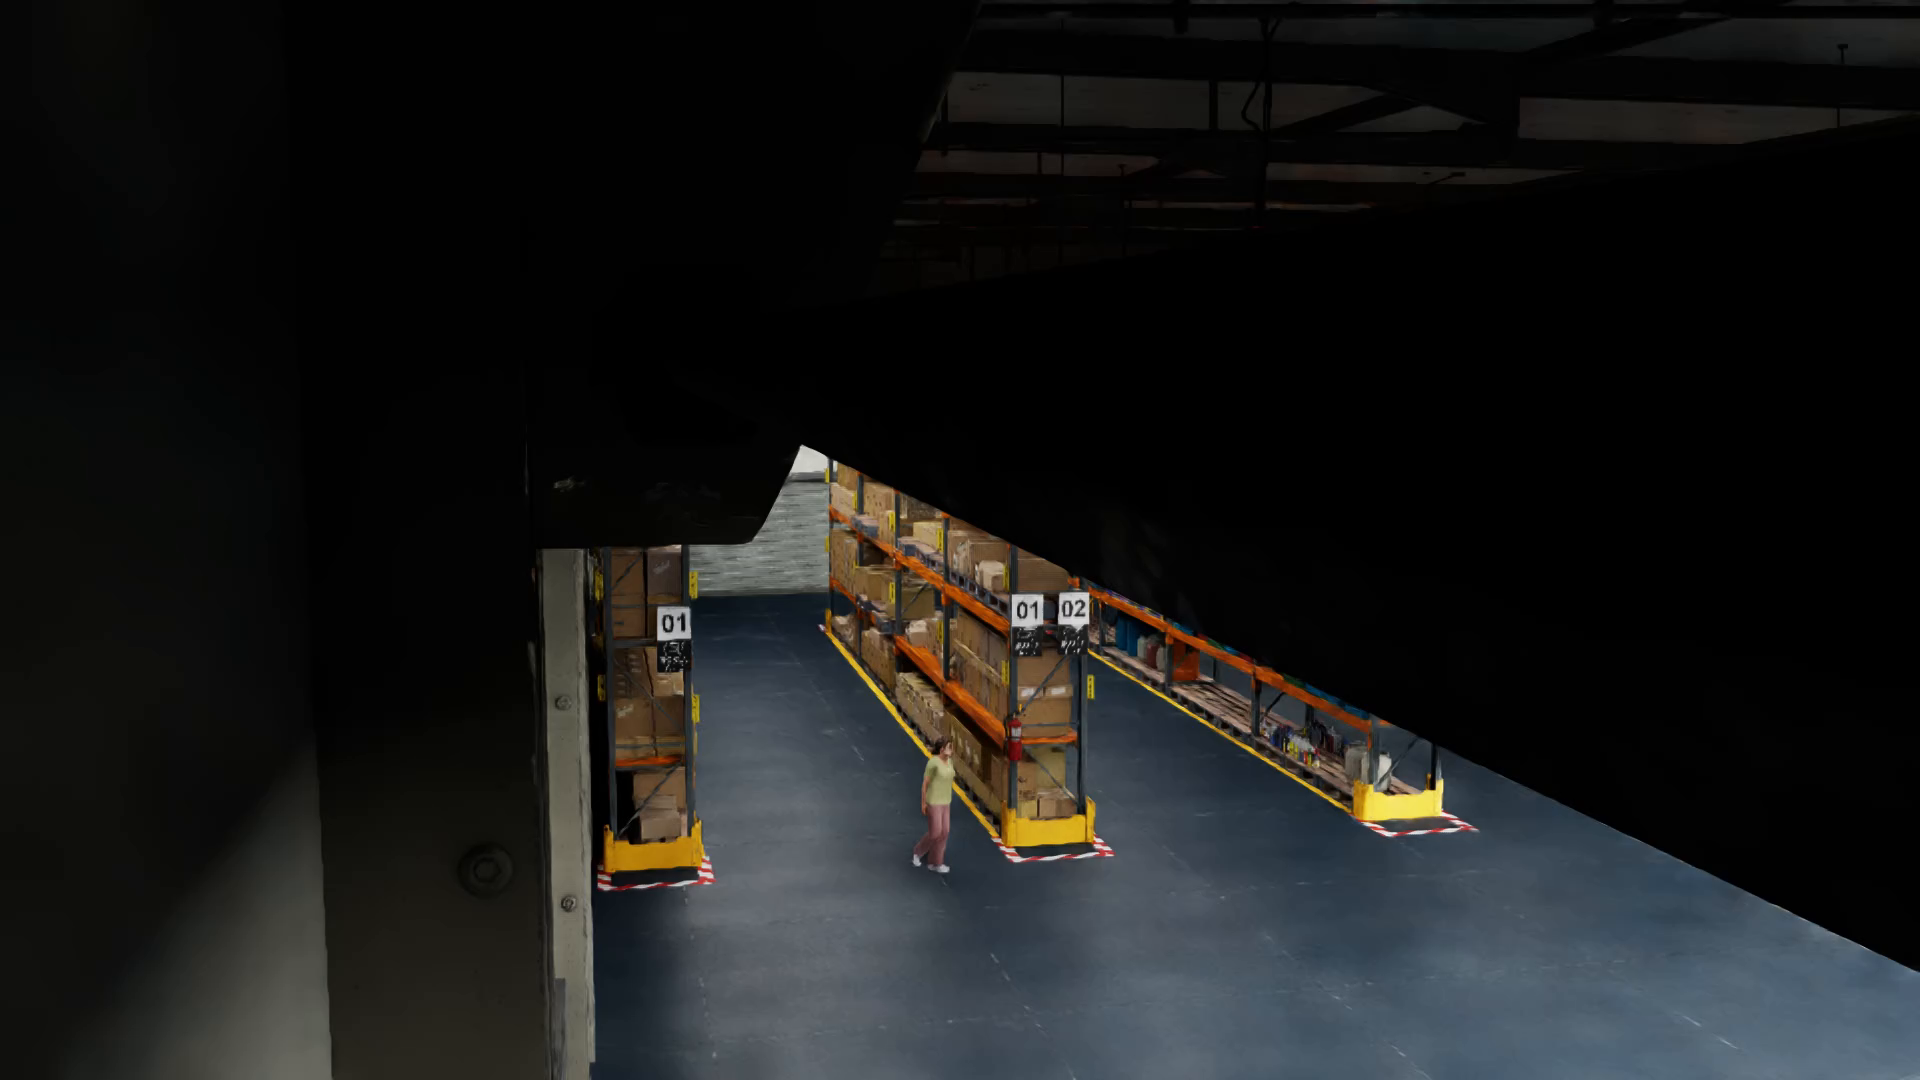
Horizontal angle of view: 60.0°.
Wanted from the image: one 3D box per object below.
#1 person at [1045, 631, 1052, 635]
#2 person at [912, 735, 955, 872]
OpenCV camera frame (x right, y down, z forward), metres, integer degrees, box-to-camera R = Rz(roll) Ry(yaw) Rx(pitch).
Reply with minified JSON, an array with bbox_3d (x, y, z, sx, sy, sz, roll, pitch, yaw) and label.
[{"bbox_3d":[1.421,2.056,28.689,0.476,1.738,0.626,-5,9,-37],"label":"person"},{"bbox_3d":[-0.323,3.148,19.950,0.506,1.665,0.510,6,9,40],"label":"person"}]
